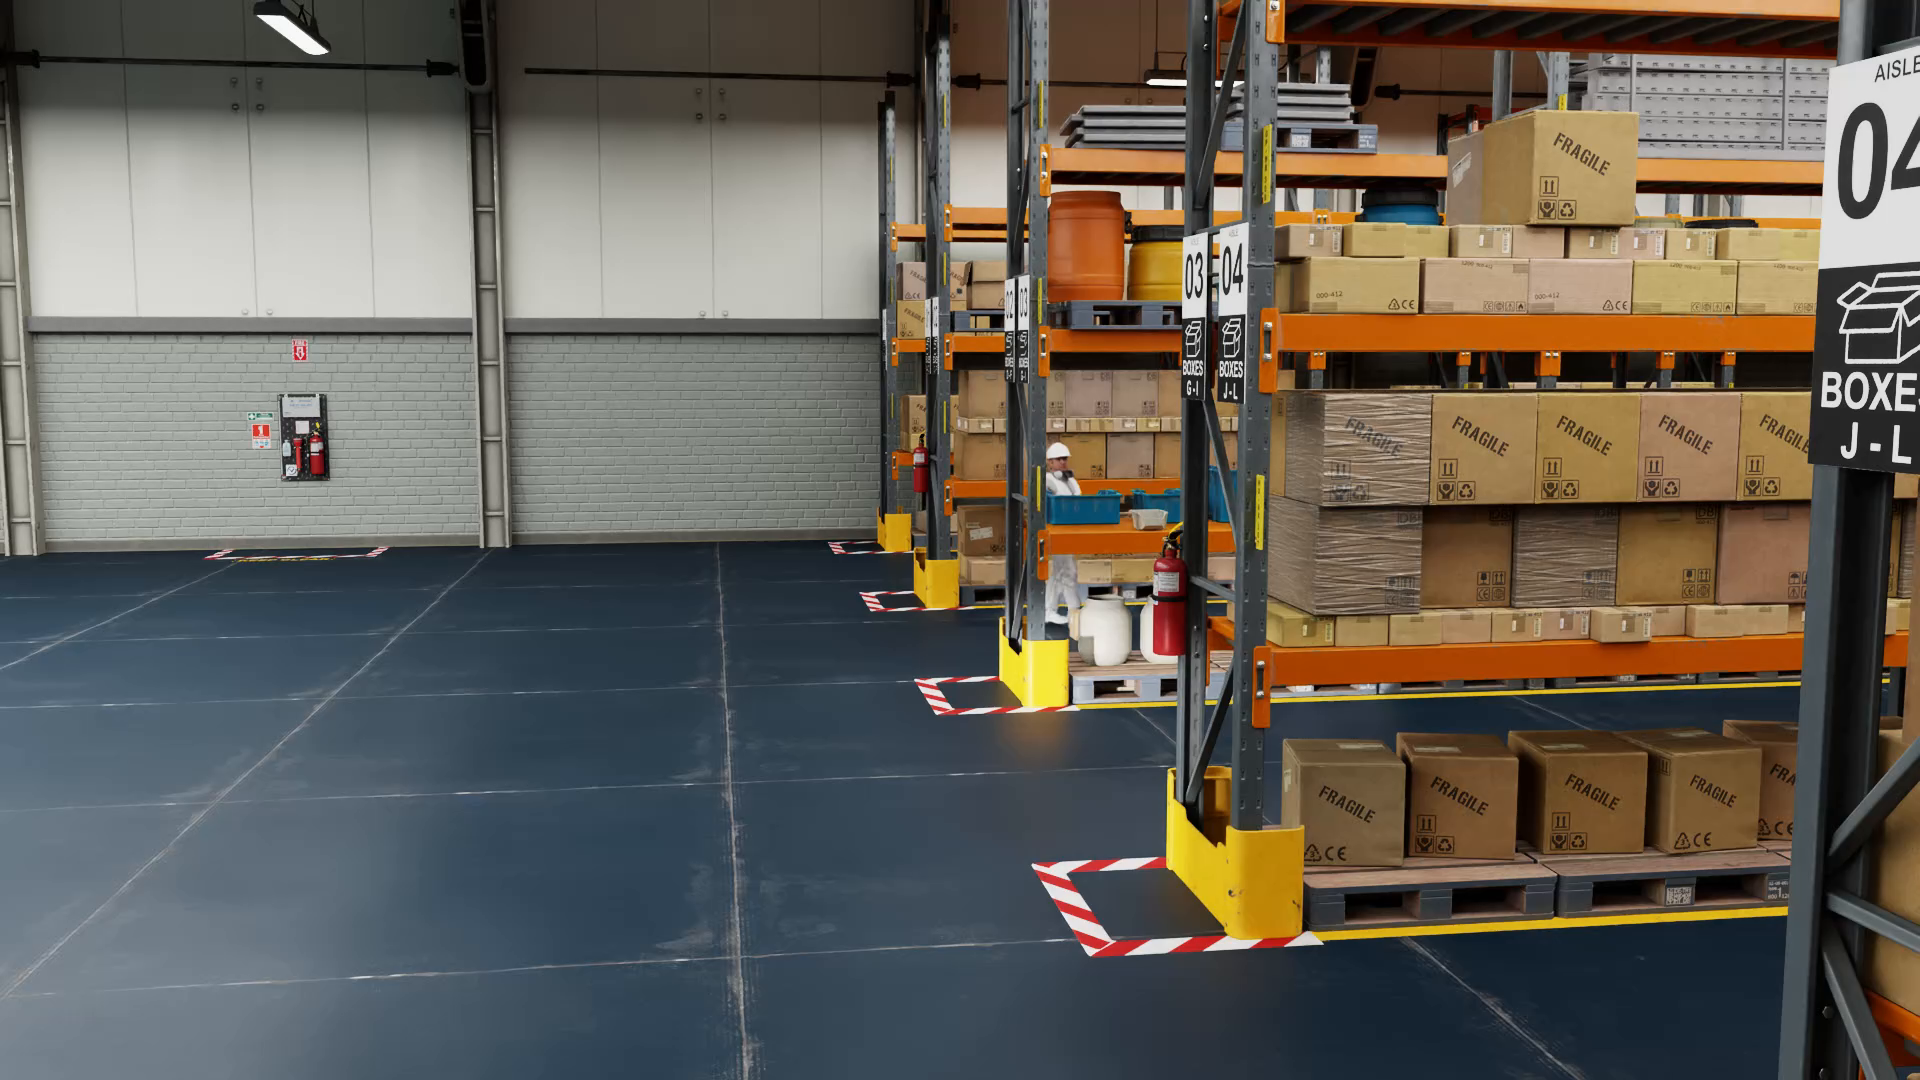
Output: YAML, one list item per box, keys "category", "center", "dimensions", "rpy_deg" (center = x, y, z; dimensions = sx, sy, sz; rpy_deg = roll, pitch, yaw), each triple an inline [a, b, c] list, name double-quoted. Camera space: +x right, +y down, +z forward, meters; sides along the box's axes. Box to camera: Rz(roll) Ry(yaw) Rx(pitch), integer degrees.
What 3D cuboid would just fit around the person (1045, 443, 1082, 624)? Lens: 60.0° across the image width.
- category: "person"
  center: [1.059, -0.030, 15.836]
  dimensions: [0.744, 1.782, 0.563]
  rpy_deg: [5, 8, 36]
